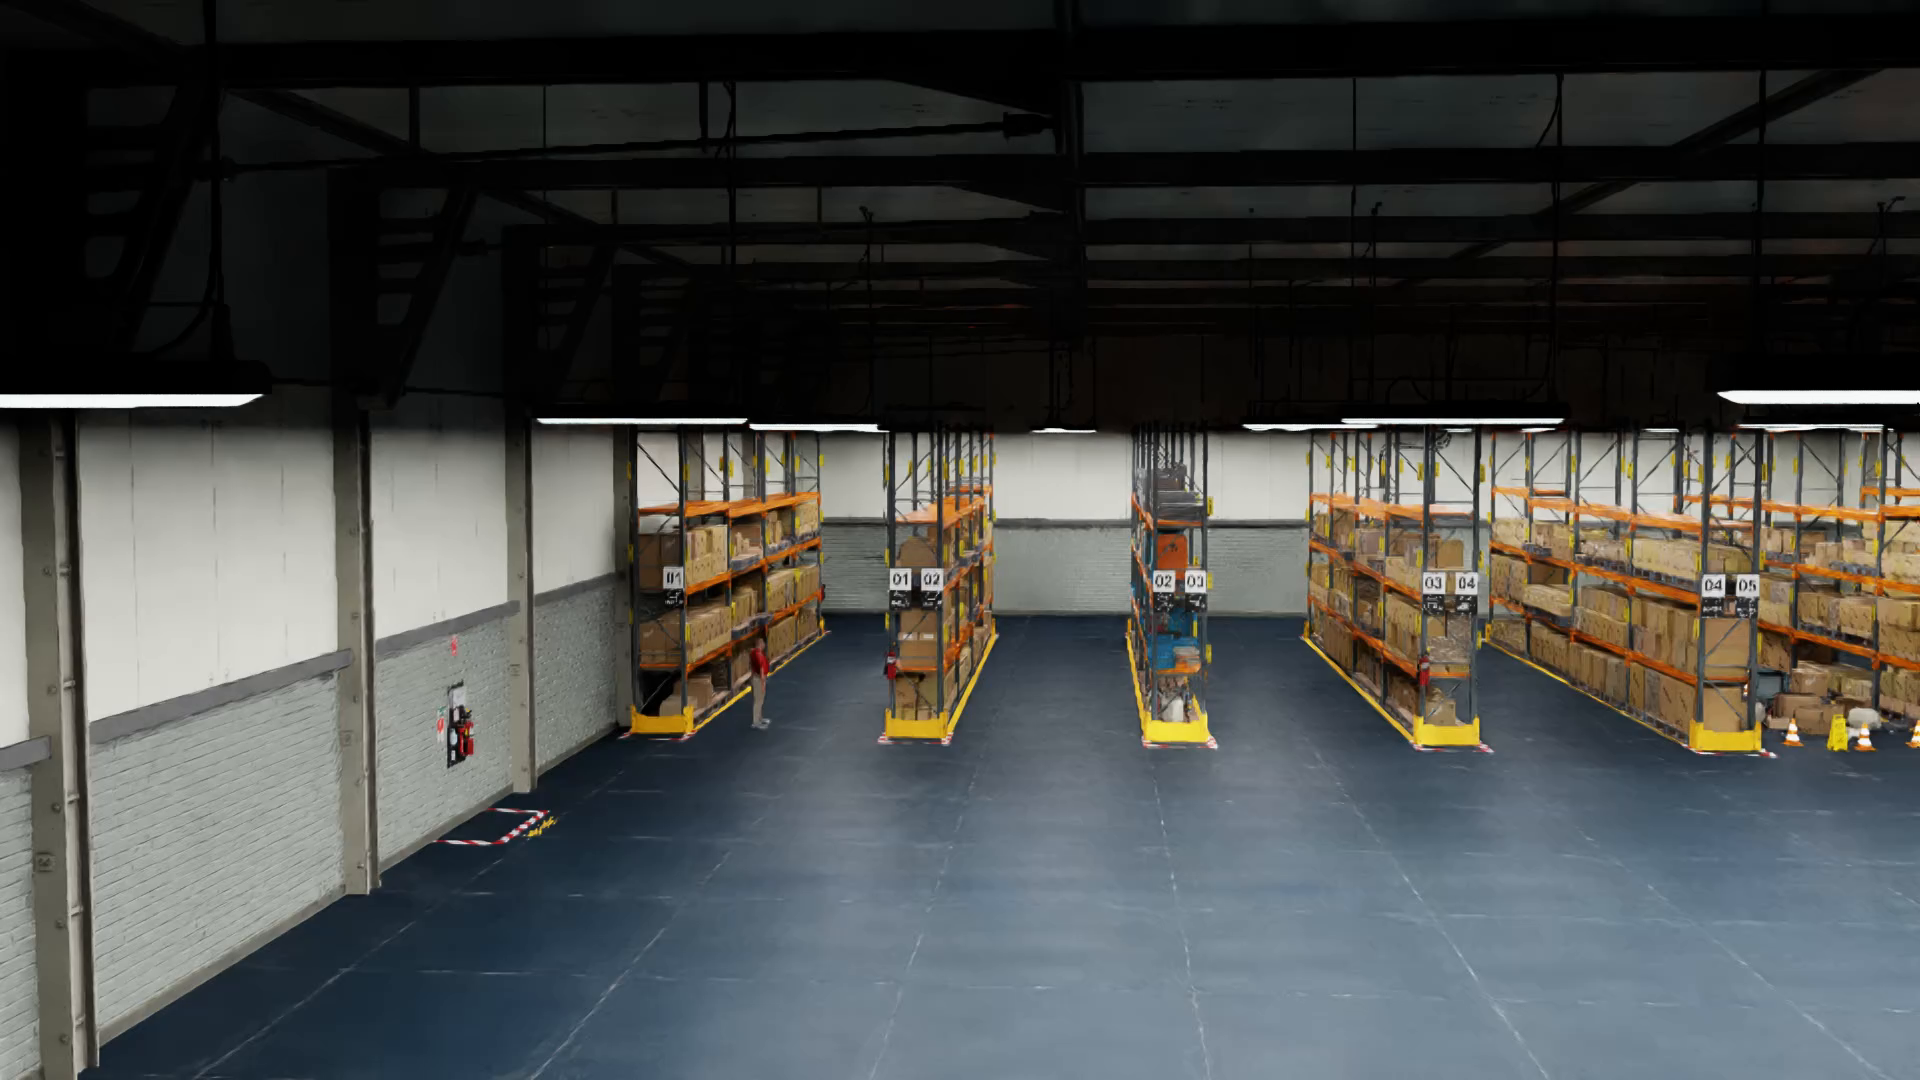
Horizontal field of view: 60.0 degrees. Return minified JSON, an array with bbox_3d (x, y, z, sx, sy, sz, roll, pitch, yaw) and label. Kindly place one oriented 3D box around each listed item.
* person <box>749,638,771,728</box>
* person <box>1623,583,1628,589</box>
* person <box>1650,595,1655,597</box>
[{"bbox_3d":[-3.895,2.779,32.606,0.476,1.738,0.627,-2,4,-23],"label":"person"},{"bbox_3d":[18.529,1.968,46.151,0.600,1.657,0.590,-1,4,-14],"label":"person"},{"bbox_3d":[17.201,2.233,41.434,0.575,1.707,0.634,2,4,31],"label":"person"}]
